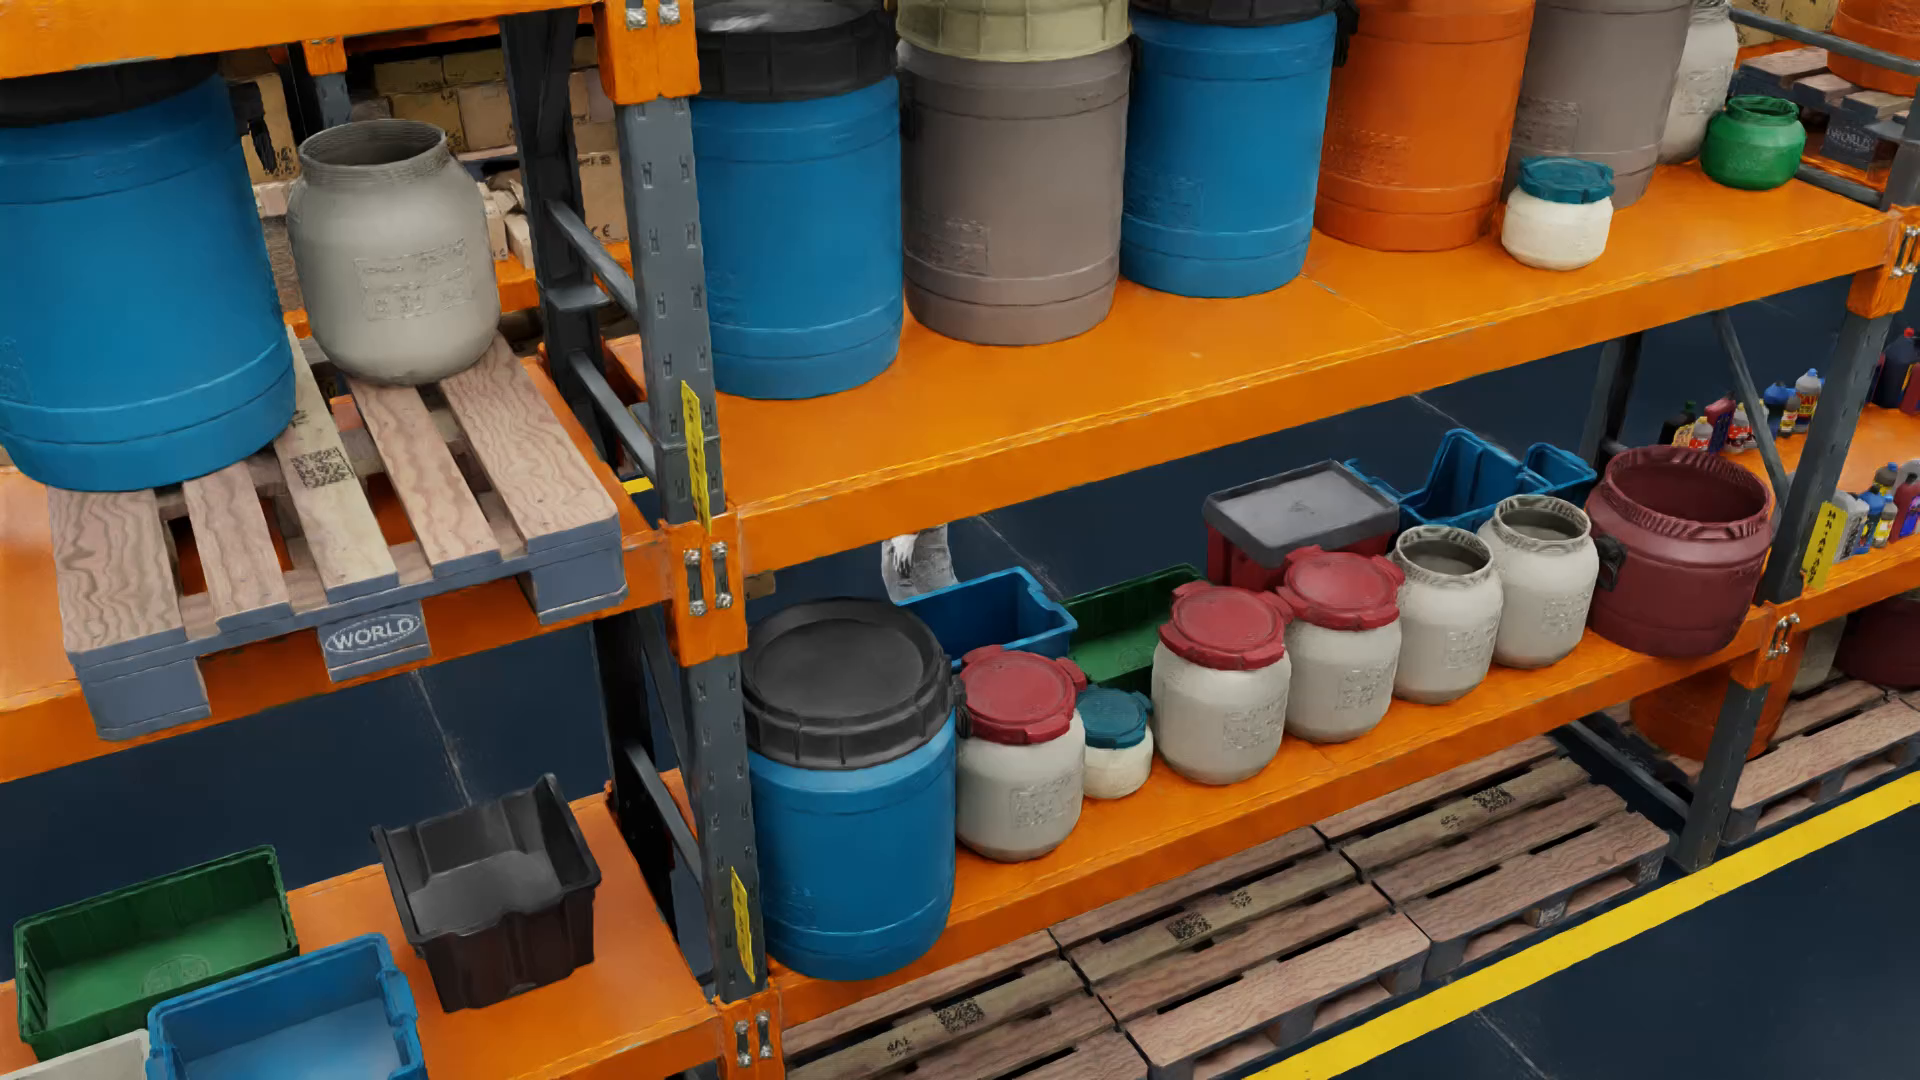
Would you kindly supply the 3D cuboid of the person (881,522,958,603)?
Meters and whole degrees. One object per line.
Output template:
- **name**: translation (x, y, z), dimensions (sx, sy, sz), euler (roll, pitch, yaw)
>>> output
- **person**: translation (-0.174, -0.111, 7.292), dimensions (0.585, 1.781, 0.566), euler (1, 33, 2)
